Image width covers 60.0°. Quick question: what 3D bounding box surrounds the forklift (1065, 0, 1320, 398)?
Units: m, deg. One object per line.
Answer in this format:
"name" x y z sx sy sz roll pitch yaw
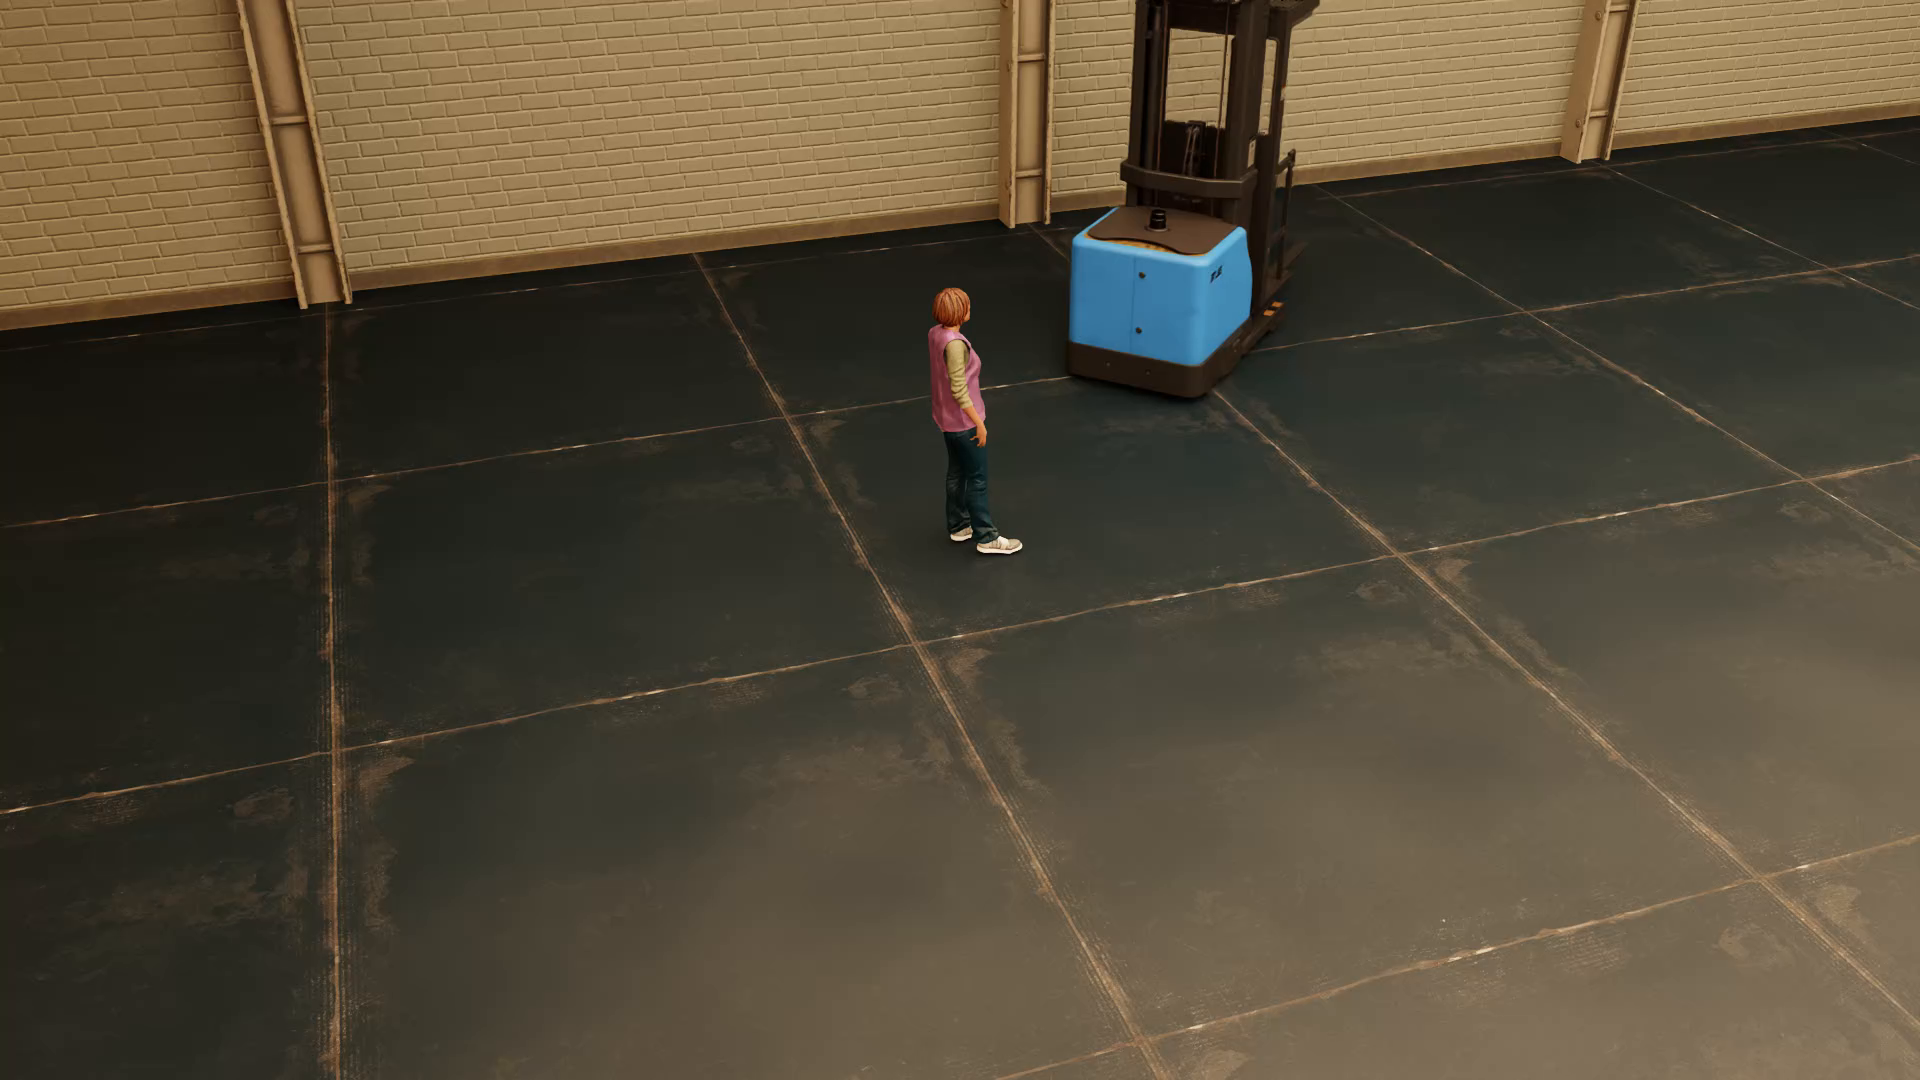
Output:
"forklift" 1.897 -2.971 12.250 1.130 2.935 3.031 15 33 24

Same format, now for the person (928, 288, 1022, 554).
"person" 0.074 -0.704 9.633 0.475 1.596 0.520 -10 31 -16
